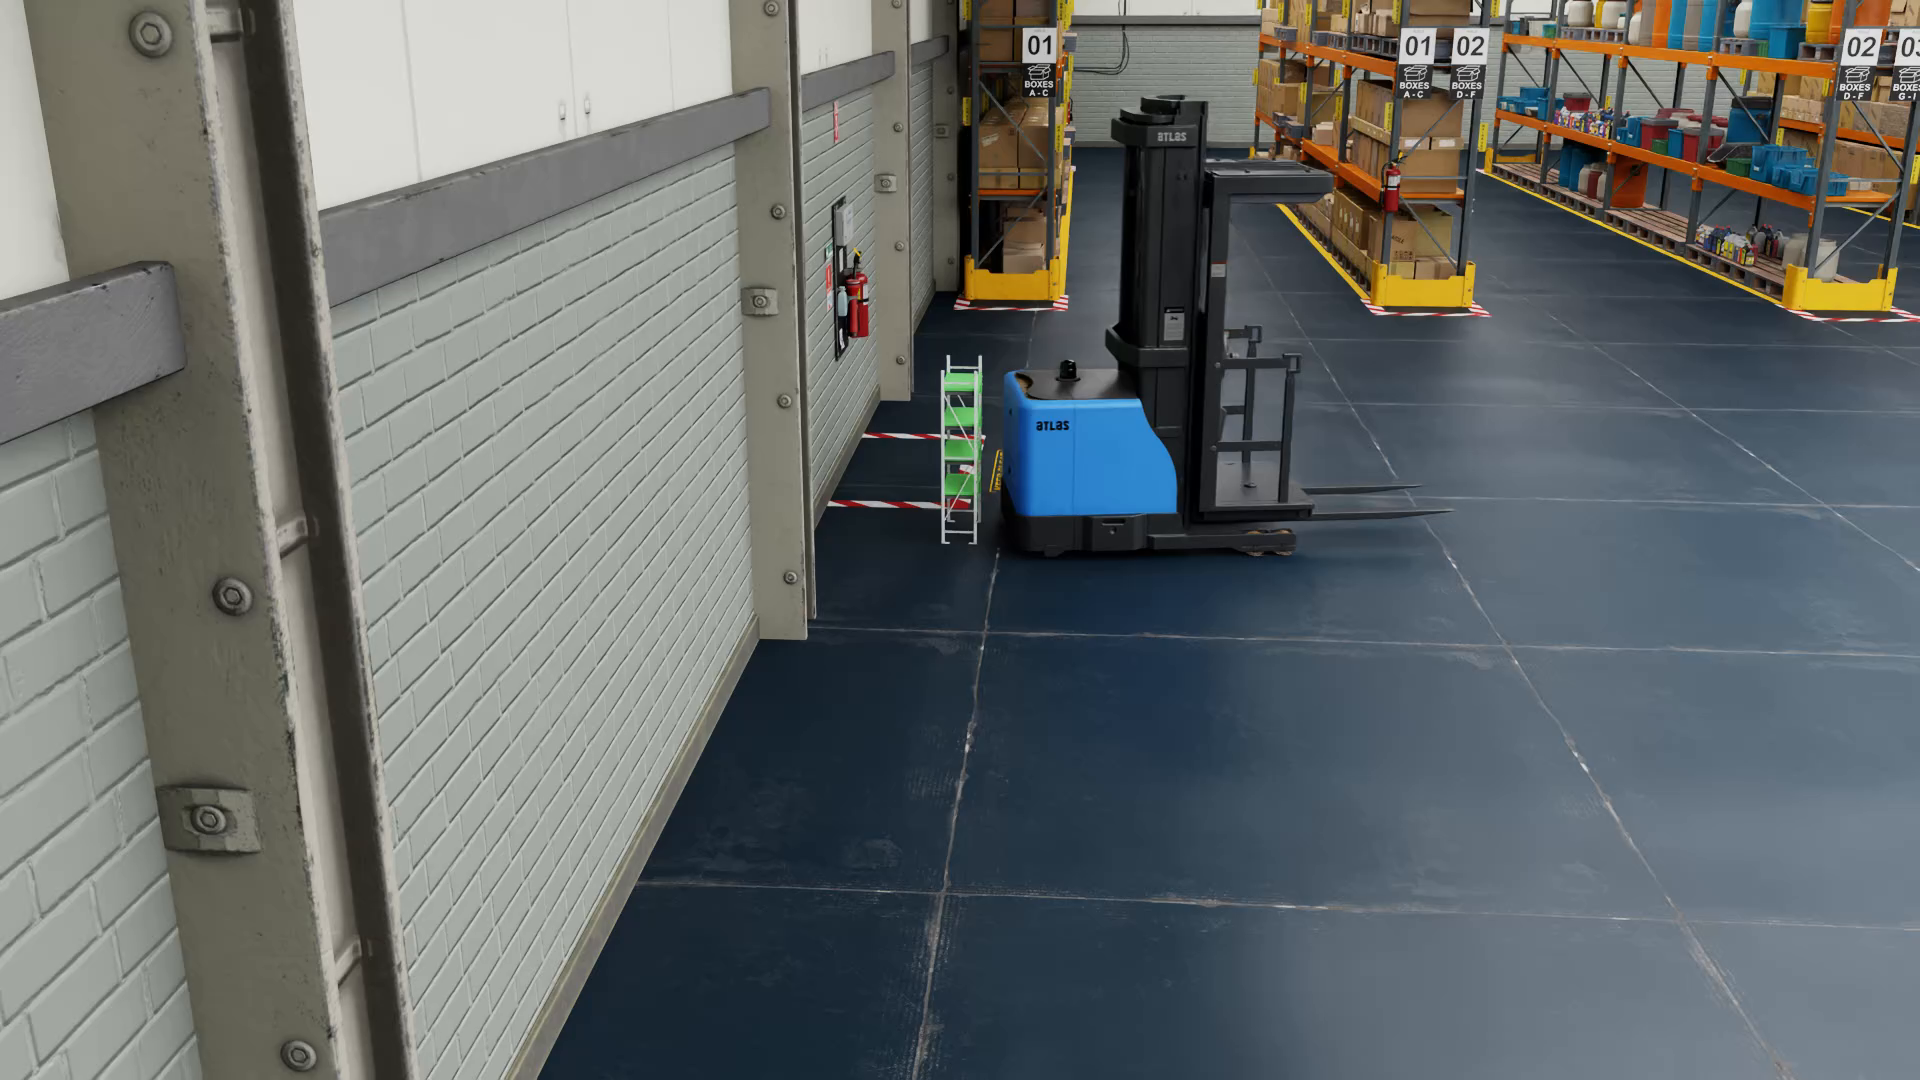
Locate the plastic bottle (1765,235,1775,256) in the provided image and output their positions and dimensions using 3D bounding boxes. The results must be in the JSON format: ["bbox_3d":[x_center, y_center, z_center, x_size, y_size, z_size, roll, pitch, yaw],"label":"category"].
[{"bbox_3d":[10.907,-3.968,22.373,0.061,0.283,0.133,1,18,4],"label":"plastic bottle"}]

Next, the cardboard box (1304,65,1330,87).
[{"bbox_3d":[6.754,-8.681,31.333,0.500,0.500,0.500,2,18,5],"label":"cardboard box"}]

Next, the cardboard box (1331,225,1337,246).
[{"bbox_3d":[5.531,-4.290,23.438,0.500,0.250,0.500,1,18,4],"label":"cardboard box"}]

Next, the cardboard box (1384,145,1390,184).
[{"bbox_3d":[5.659,-4.647,20.627,0.700,0.500,0.500,2,18,5],"label":"cardboard box"}]

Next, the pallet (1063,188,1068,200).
[{"bbox_3d":[1.434,-6.182,29.949,1.003,0.211,1.213,1,18,4],"label":"pallet"}]

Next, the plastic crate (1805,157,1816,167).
[{"bbox_3d":[10.998,-5.002,22.109,0.499,0.251,0.616,1,18,4],"label":"plastic crate"}]

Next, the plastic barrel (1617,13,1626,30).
[{"bbox_3d":[11.024,-8.560,27.460,0.301,0.262,0.301,0,18,0],"label":"plastic barrel"}]

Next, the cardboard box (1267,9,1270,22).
[{"bbox_3d":[6.358,-10.388,32.930,0.500,0.250,0.500,1,18,4],"label":"cardboard box"}]

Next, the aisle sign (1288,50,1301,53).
[{"bbox_3d":[7.037,-10.511,34.508,0.394,0.787,0.004,1,18,4],"label":"aisle sign"}]

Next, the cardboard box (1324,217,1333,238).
[{"bbox_3d":[5.607,-4.562,24.270,0.500,0.250,0.500,1,18,3],"label":"cardboard box"}]

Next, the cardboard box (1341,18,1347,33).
[{"bbox_3d":[6.105,-7.847,25.303,0.500,0.250,0.500,1,18,3],"label":"cardboard box"}]

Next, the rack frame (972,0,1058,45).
[{"bbox_3d":[0.639,-7.252,19.103,1.000,3.000,0.127,1,18,4],"label":"rack frame"}]

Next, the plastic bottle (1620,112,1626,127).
[{"bbox_3d":[11.401,-7.210,28.689,0.144,0.351,0.185,1,18,4],"label":"plastic bottle"}]

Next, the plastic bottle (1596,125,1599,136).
[{"bbox_3d":[10.761,-6.903,27.992,0.097,0.201,0.097,0,18,0],"label":"plastic bottle"}]

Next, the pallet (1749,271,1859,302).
[{"bbox_3d":[10.542,-3.132,20.641,1.003,0.211,1.213,1,18,4],"label":"pallet"}]

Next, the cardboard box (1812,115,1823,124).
[{"bbox_3d":[16.016,-7.779,30.749,0.380,0.149,0.250,1,18,4],"label":"cardboard box"}]

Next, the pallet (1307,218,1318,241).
[{"bbox_3d":[5.965,-4.818,25.789,1.003,0.211,1.213,1,18,4],"label":"pallet"}]

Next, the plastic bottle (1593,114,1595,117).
[{"bbox_3d":[11.549,-7.680,30.362,0.097,0.201,0.097,0,18,0],"label":"plastic bottle"}]

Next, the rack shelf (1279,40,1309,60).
[{"bbox_3d":[6.297,-8.481,28.827,1.077,0.370,4.000,1,18,4],"label":"rack shelf"}]

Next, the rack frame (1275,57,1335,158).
[{"bbox_3d":[6.440,-8.019,31.077,1.000,3.000,0.127,1,18,4],"label":"rack frame"}]

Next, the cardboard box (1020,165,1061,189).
[{"bbox_3d":[0.990,-4.484,20.498,0.500,0.250,0.500,1,18,2],"label":"cardboard box"}]

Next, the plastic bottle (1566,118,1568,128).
[{"bbox_3d":[10.891,-7.468,29.715,0.097,0.201,0.097,0,18,0],"label":"plastic bottle"}]

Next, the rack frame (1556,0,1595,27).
[{"bbox_3d":[11.380,-10.758,29.802,1.000,3.000,0.127,1,18,4],"label":"rack frame"}]

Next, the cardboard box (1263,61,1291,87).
[{"bbox_3d":[6.361,-9.334,33.325,0.500,0.500,0.500,2,18,5],"label":"cardboard box"}]

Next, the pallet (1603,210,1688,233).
[{"bbox_3d":[10.999,-5.100,26.647,1.003,0.211,1.213,1,18,4],"label":"pallet"}]

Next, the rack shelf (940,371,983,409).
[{"bbox_3d":[0.012,-1.017,11.264,0.258,0.148,0.480,1,18,4],"label":"rack shelf"}]

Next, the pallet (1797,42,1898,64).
[{"bbox_3d":[10.677,-5.770,19.702,1.003,0.211,1.213,1,18,4],"label":"pallet"}]

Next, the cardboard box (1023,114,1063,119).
[{"bbox_3d":[1.086,-5.311,21.820,0.500,0.500,0.500,2,18,6],"label":"cardboard box"}]

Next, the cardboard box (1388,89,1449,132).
[{"bbox_3d":[5.662,-5.280,20.476,0.700,0.500,0.500,1,18,2],"label":"cardboard box"}]

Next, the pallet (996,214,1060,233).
[{"bbox_3d":[1.064,-4.940,26.160,1.003,0.211,1.213,1,18,4],"label":"pallet"}]

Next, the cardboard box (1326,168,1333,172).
[{"bbox_3d":[6.503,-6.095,28.515,0.500,0.500,0.500,1,18,2],"label":"cardboard box"}]

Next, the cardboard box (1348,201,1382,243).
[{"bbox_3d":[5.416,-4.180,21.900,0.500,0.500,0.500,1,18,4],"label":"cardboard box"}]

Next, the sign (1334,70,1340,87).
[{"bbox_3d":[6.994,-8.558,30.863,0.100,0.325,0.005,1,18,4],"label":"sign"}]

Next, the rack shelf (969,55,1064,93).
[{"bbox_3d":[0.782,-6.106,21.578,1.077,0.370,4.000,1,18,4],"label":"rack shelf"}]

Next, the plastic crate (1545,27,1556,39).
[{"bbox_3d":[11.109,-9.370,30.724,0.450,0.188,0.662,1,18,4],"label":"plastic crate"}]

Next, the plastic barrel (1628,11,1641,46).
[{"bbox_3d":[10.766,-8.053,26.187,0.421,0.512,0.421,0,18,0],"label":"plastic barrel"}]

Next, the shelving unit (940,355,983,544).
[{"bbox_3d":[0.012,-0.622,11.393,0.258,1.200,0.503,1,18,4],"label":"shelving unit"}]

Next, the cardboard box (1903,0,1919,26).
[{"bbox_3d":[15.980,-8.688,27.467,0.500,0.500,0.500,2,18,7],"label":"cardboard box"}]

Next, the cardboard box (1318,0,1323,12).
[{"bbox_3d":[6.227,-9.018,27.544,0.500,0.500,0.500,1,18,4],"label":"cardboard box"}]

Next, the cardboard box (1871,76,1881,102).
[{"bbox_3d":[16.222,-7.909,28.971,0.797,0.503,0.637,1,18,5],"label":"cardboard box"}]

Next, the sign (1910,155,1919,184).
[{"bbox_3d":[11.068,-4.298,19.277,0.100,0.325,0.005,1,18,4],"label":"sign"}]

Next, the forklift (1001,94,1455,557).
[{"bbox_3d":[1.835,-1.448,11.135,3.031,2.935,1.130,-2,18,-5],"label":"forklift"}]

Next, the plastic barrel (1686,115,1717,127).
[{"bbox_3d":[11.178,-6.141,25.130,0.433,0.535,0.433,0,18,0],"label":"plastic barrel"}]

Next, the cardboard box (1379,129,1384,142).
[{"bbox_3d":[5.491,-5.091,20.940,0.380,0.149,0.250,2,18,6],"label":"cardboard box"}]

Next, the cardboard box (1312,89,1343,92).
[{"bbox_3d":[6.342,-7.501,28.663,0.700,0.500,0.500,5,19,14],"label":"cardboard box"}]

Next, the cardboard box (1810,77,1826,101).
[{"bbox_3d":[16.087,-8.371,30.713,0.500,0.500,0.500,2,18,5],"label":"cardboard box"}]

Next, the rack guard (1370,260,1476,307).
[{"bbox_3d":[5.578,-3.096,20.070,1.175,0.500,0.348,1,18,4],"label":"rack guard"}]

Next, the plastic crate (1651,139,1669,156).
[{"bbox_3d":[10.650,-5.869,24.856,0.450,0.188,0.662,1,18,4],"label":"plastic crate"}]

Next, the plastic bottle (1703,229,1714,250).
[{"bbox_3d":[10.351,-4.147,22.929,0.152,0.276,0.135,2,18,6],"label":"plastic bottle"}]

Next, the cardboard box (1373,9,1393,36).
[{"bbox_3d":[5.439,-6.477,20.799,0.500,0.311,0.500,3,18,10],"label":"cardboard box"}]
